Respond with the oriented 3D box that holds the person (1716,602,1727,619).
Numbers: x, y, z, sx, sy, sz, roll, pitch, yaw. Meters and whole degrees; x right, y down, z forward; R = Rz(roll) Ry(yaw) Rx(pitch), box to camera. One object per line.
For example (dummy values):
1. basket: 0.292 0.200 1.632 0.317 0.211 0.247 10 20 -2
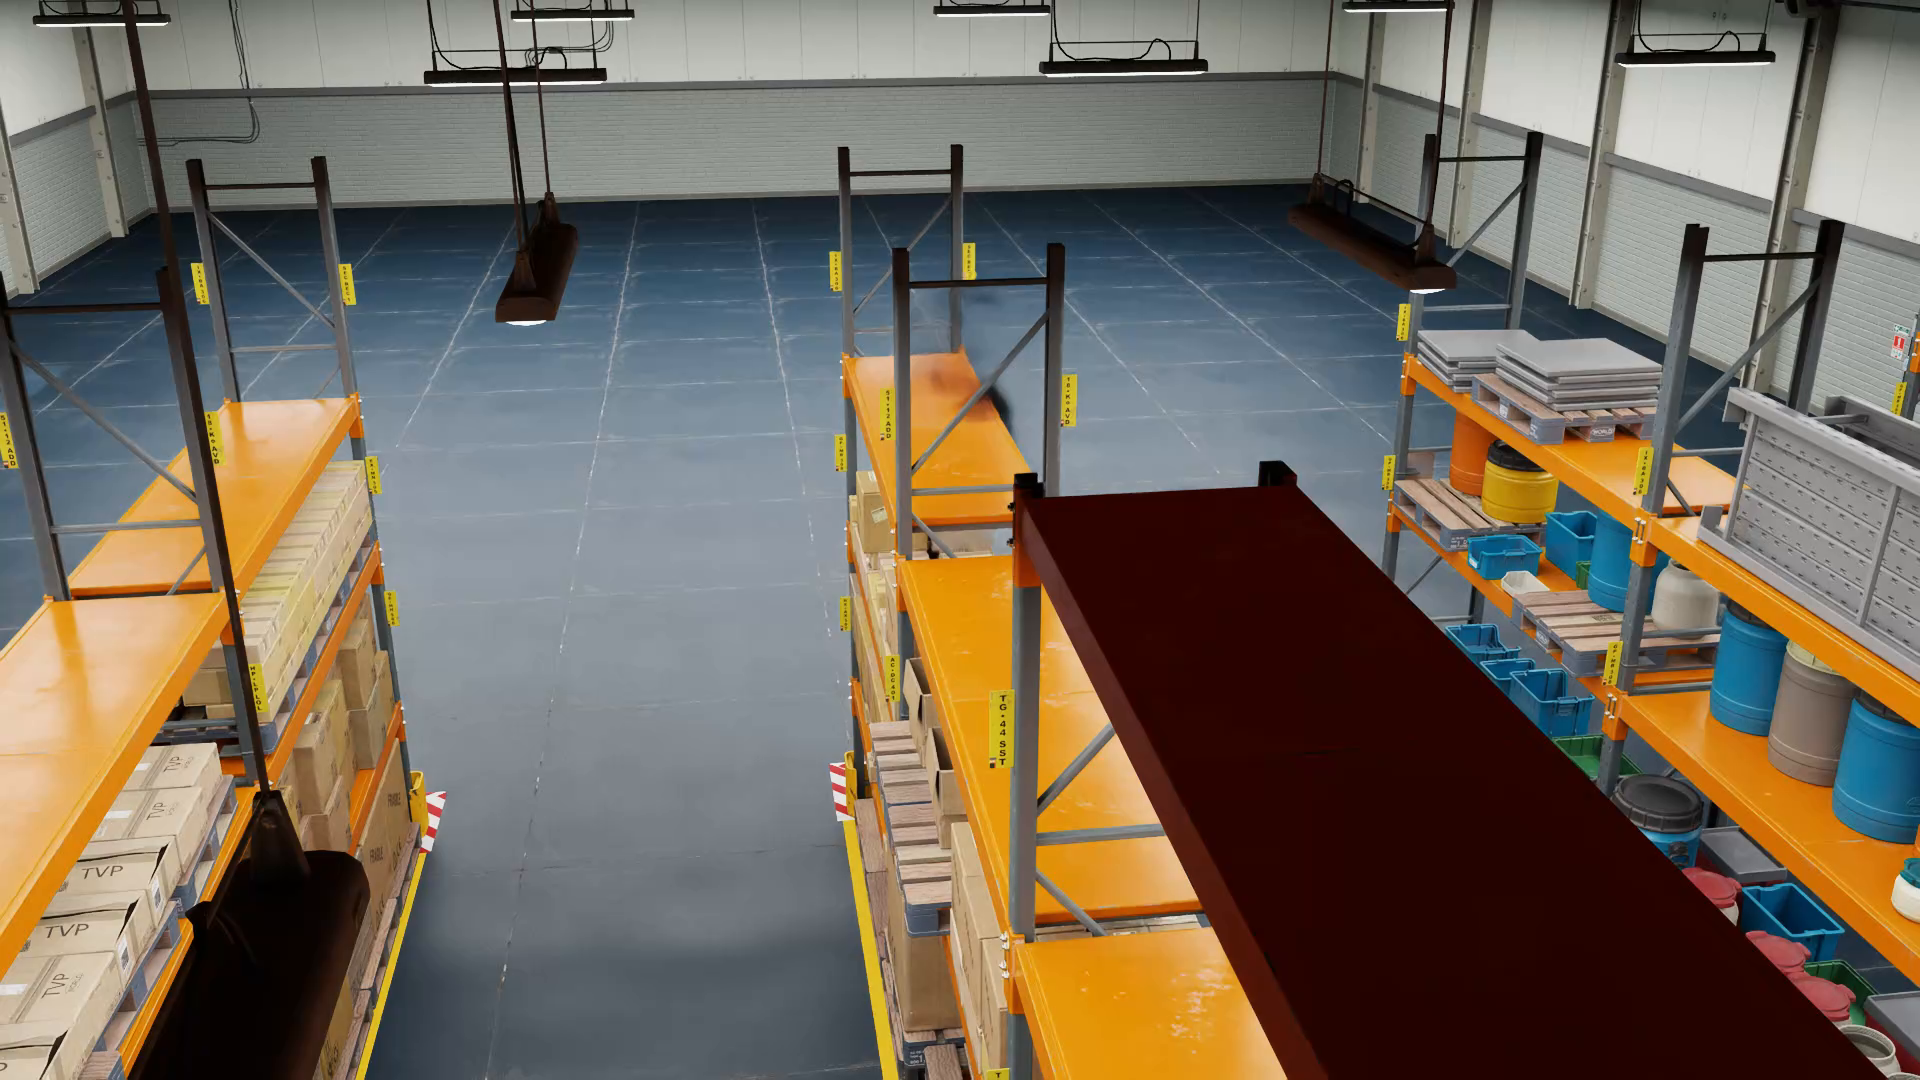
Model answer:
1. person: 8.312 0.391 18.264 0.878 1.745 0.709 8 23 20
